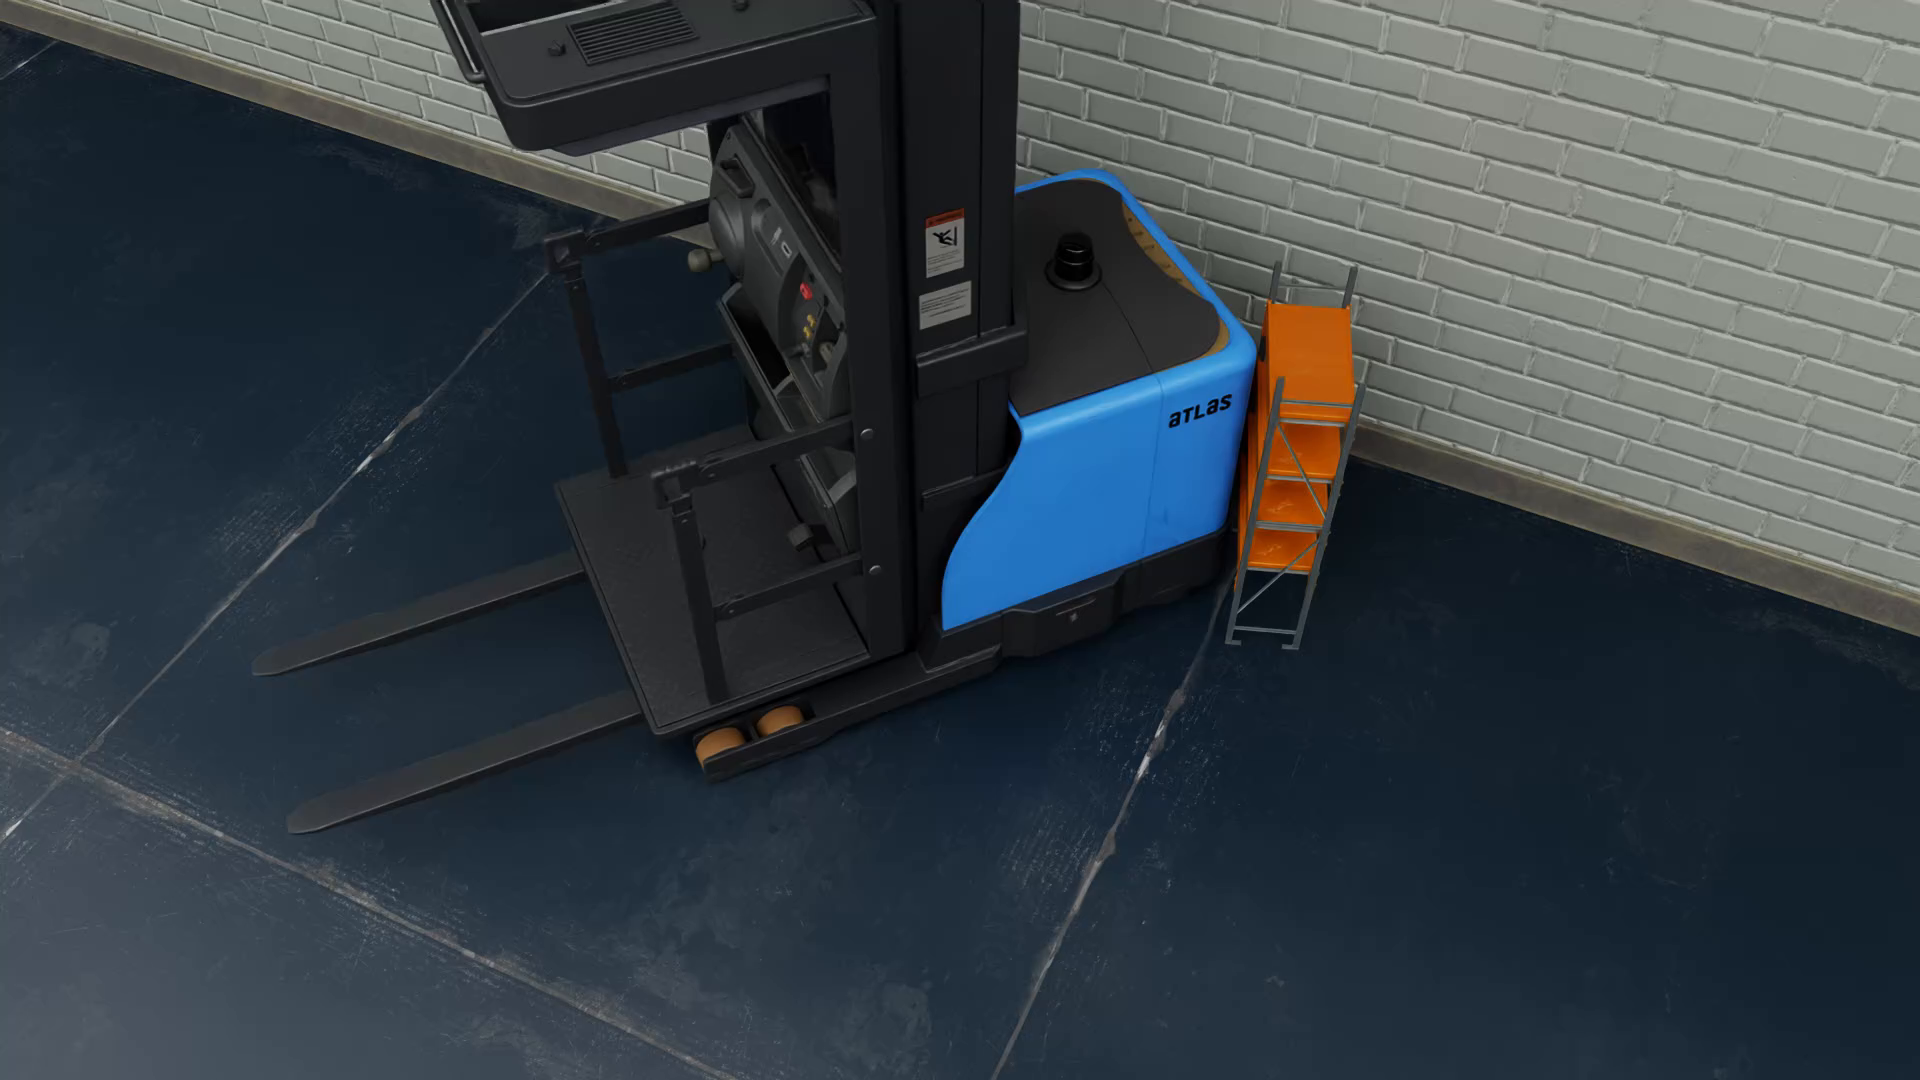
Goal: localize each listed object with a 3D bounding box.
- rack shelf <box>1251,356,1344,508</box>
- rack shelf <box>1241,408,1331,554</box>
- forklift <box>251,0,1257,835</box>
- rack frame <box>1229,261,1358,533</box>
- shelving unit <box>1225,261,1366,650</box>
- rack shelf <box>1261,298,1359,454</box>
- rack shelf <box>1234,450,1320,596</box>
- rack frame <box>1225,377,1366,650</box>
[{"bbox_3d":[1.015,-0.329,5.037,0.258,0.148,0.480,5,50,4],"label":"rack shelf"},{"bbox_3d":[1.015,-0.184,5.207,0.258,0.148,0.480,5,50,4],"label":"rack shelf"},{"bbox_3d":[-0.676,-0.678,4.403,3.031,2.935,1.130,-19,52,-16],"label":"forklift"},{"bbox_3d":[1.041,-0.413,5.313,0.240,1.200,0.015,5,50,4],"label":"rack frame"},{"bbox_3d":[1.015,-0.228,5.156,0.258,1.200,0.503,5,50,4],"label":"shelving unit"},{"bbox_3d":[1.015,-0.483,4.857,0.258,0.148,0.480,5,50,4],"label":"rack shelf"},{"bbox_3d":[1.015,-0.056,5.359,0.258,0.148,0.480,5,50,4],"label":"rack shelf"},{"bbox_3d":[0.989,-0.043,4.999,0.240,1.200,0.015,5,50,4],"label":"rack frame"}]
